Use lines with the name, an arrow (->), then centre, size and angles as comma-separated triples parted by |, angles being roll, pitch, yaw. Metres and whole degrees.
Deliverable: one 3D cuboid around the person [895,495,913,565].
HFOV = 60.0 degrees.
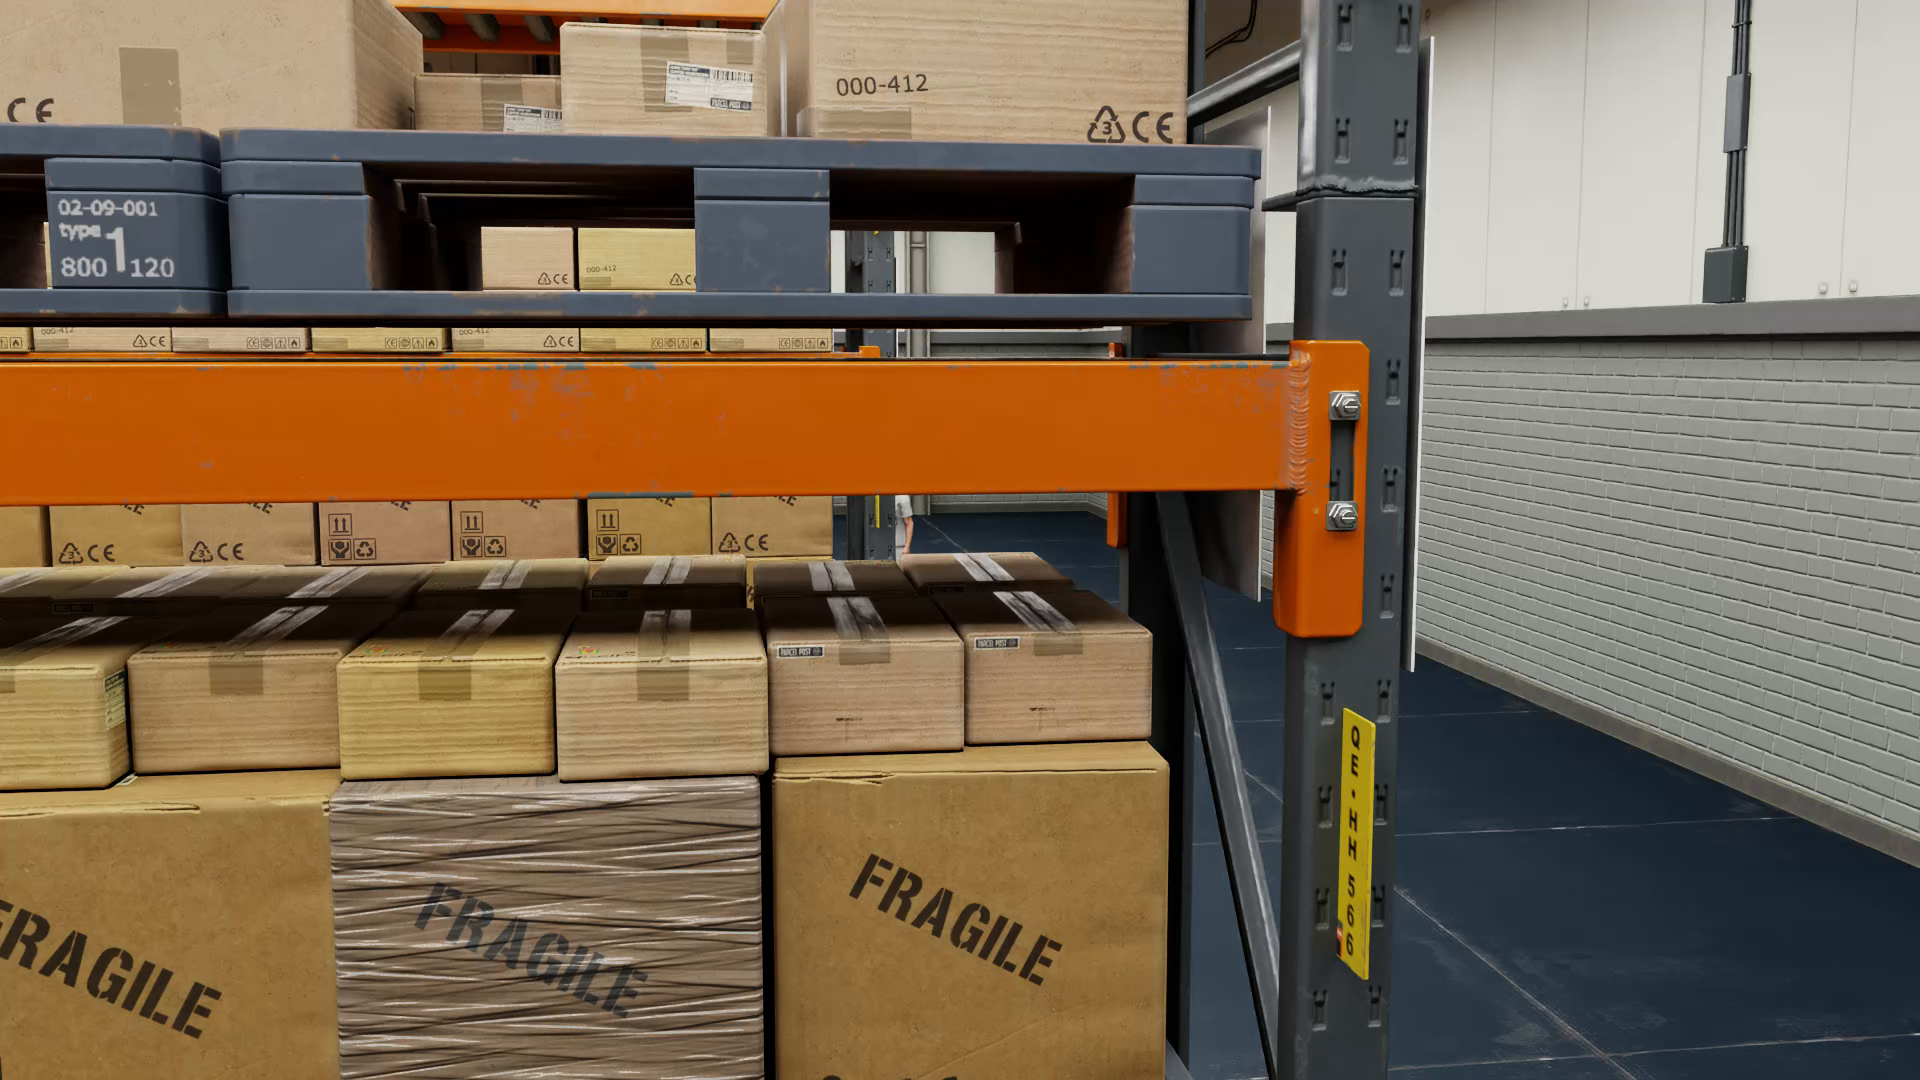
person -> -0.697, 0.080, 16.612 | 0.485, 1.672, 0.360 | 4, 7, 28
